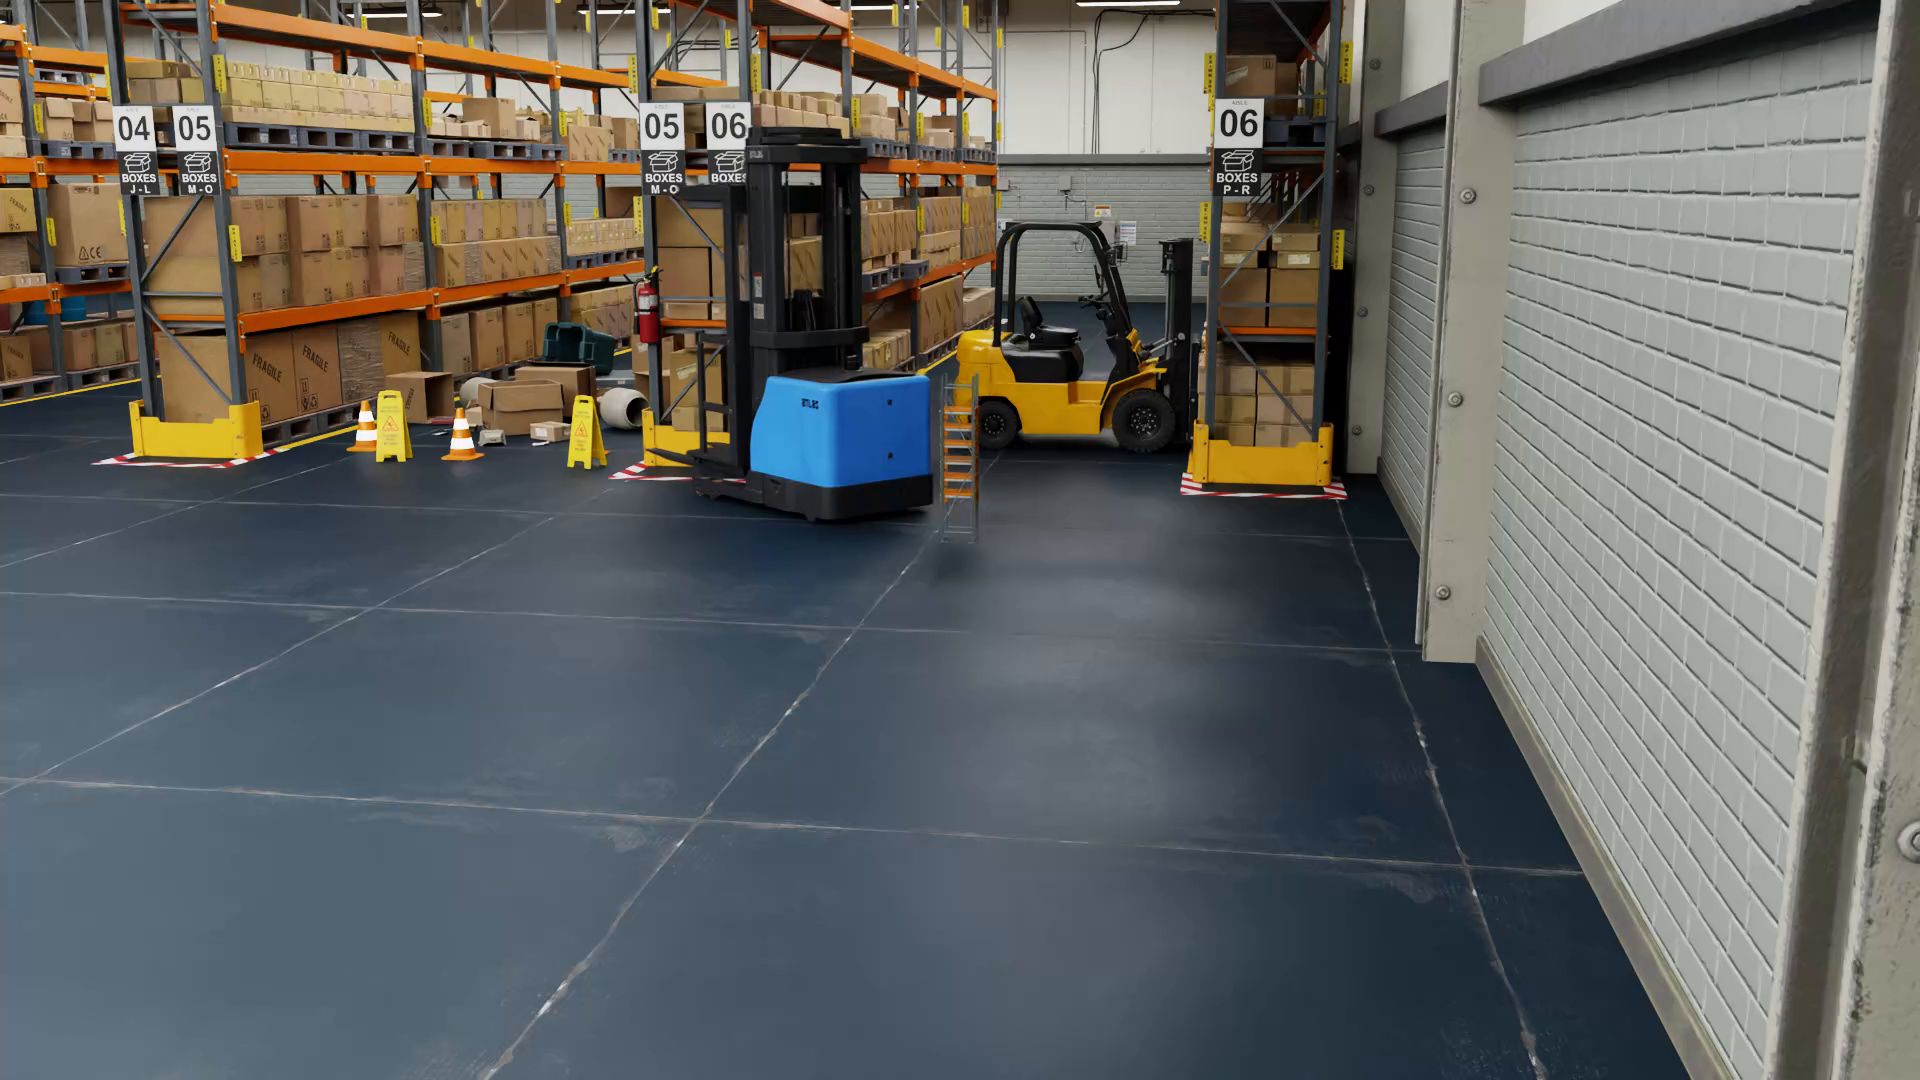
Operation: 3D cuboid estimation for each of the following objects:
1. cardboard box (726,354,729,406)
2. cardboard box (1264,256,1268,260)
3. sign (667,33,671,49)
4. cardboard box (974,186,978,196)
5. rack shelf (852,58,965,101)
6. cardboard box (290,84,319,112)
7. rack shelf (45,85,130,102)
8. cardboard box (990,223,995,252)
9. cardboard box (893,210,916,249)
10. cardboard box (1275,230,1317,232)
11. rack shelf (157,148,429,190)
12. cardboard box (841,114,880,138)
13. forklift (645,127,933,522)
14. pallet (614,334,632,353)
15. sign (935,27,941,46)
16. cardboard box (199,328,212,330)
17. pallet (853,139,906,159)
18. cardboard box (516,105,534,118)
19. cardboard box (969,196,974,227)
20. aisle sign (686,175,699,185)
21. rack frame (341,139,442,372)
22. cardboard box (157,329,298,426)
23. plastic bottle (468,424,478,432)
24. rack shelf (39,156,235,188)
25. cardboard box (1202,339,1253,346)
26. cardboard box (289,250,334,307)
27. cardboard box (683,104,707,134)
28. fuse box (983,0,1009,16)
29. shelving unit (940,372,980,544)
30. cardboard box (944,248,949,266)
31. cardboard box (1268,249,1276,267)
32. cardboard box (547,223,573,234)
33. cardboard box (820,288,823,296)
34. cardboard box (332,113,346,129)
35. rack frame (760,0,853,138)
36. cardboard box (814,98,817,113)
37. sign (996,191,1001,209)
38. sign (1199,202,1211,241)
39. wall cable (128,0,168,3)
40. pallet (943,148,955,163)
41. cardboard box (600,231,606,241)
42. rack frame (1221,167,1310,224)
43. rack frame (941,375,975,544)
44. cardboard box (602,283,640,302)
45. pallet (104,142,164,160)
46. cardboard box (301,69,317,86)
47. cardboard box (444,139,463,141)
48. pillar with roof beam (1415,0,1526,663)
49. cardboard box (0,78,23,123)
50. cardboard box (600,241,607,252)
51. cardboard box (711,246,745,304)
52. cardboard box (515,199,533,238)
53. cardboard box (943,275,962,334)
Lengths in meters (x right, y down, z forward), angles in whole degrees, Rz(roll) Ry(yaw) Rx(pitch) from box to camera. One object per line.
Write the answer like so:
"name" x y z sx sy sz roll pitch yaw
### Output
"cardboard box" -1.899 -1.535 15.748 0.500 0.500 0.500 1 12 7
"cardboard box" 3.270 -2.553 16.483 0.500 0.500 0.500 2 12 7
"sign" -5.282 -9.059 30.265 0.100 0.325 0.005 2 12 9
"cardboard box" 0.104 -5.870 27.962 0.380 0.149 0.250 2 12 9
"rack shelf" -0.762 -6.611 23.966 1.077 0.370 4.000 2 12 9
"cardboard box" -6.725 -4.379 16.487 0.500 0.250 0.500 2 12 8
"rack shelf" -14.833 -7.925 30.064 1.077 0.370 4.000 2 12 9
"cardboard box" 0.348 -5.414 29.759 0.500 0.500 0.500 2 12 9
"cardboard box" -0.865 -4.105 21.981 0.500 0.500 0.500 2 12 7
"cardboard box" 3.021 -2.718 15.002 0.380 0.149 0.250 2 12 9
"rack shelf" -6.899 -3.814 17.159 1.077 0.370 4.000 2 12 9
"cardboard box" -1.199 -4.683 18.844 0.500 0.250 0.500 2 12 7
"forklift" -1.545 -1.819 13.476 1.130 2.935 3.031 -10 16 -39
"pallet" -5.665 -3.001 25.418 1.003 0.211 1.213 2 12 9
"sign" -0.387 -8.960 29.618 0.100 0.325 0.005 2 12 9
"cardboard box" -10.945 -2.983 23.605 0.700 0.500 0.500 1 12 6
"pallet" -1.328 -4.692 19.971 1.213 0.211 1.003 2 12 9
"cardboard box" -6.171 -5.931 23.218 0.396 0.266 0.258 2 12 9
"cardboard box" -0.058 -5.376 27.207 0.500 0.500 0.500 2 12 8
"aisle sign" -5.031 -6.910 30.764 0.394 0.787 0.004 2 12 9
"rack frame" -6.591 -3.116 19.331 1.000 3.000 0.127 2 12 9
"cardboard box" -7.168 -1.593 16.312 0.875 0.875 0.875 2 12 9
"plastic bottle" -5.085 -1.168 17.269 0.133 0.061 0.283 -2 12 -11
"rack shelf" -11.169 -4.829 21.866 1.077 0.370 4.000 2 12 9
"cardboard box" 2.682 -1.866 16.687 0.500 0.250 0.500 2 12 11
"cardboard box" -6.921 -2.663 16.874 0.875 0.550 0.550 2 12 9
"cardboard box" -2.487 -3.797 15.024 0.500 0.250 0.500 2 12 8
"fuse box" 0.751 -11.148 34.769 0.513 0.334 0.176 2 12 9
"shelving unit" -0.002 -0.584 11.853 0.258 1.200 0.189 2 12 9
"cardboard box" -0.450 -4.257 24.980 0.500 0.250 0.500 2 12 7
"cardboard box" 2.889 -2.465 14.536 0.380 0.149 0.250 2 12 9
"cardboard box" -5.713 -4.413 23.536 0.380 0.149 0.250 2 12 9
"cardboard box" -1.586 -2.565 17.373 0.380 0.149 0.250 2 12 8
"cardboard box" -6.565 -4.310 17.113 0.380 0.149 0.250 2 12 8
"rack frame" -1.685 -5.909 18.053 1.000 3.000 0.127 2 12 9
"cardboard box" -1.651 -4.364 16.709 0.380 0.149 0.250 2 12 9
"sign" 0.695 -6.136 30.034 0.100 0.325 0.005 2 12 9
"sign" 2.071 -2.686 14.026 0.100 0.325 0.005 2 12 9
"wall cable" -17.360 -13.362 37.221 3.097 2.526 0.112 2 12 9
"pallet" -0.547 -5.822 25.223 0.805 0.209 1.217 1 12 6
"cardboard box" -5.507 -4.539 24.827 0.380 0.149 0.250 2 12 8
"rack frame" 3.221 -2.816 17.942 1.000 3.000 0.127 2 12 9
"rack frame" -0.016 -0.564 11.765 0.240 1.200 0.006 2 12 9
"cardboard box" -5.318 -3.861 25.947 0.500 0.250 0.500 2 12 11
"pallet" -11.120 -5.013 21.461 1.213 0.211 1.003 2 12 9
"cardboard box" -6.644 -4.594 16.541 0.380 0.149 0.250 2 12 8
"cardboard box" -9.658 -7.455 30.874 0.700 0.500 0.500 1 12 5
"pillar with roof beam" -1.574 -3.923 8.835 9.100 9.000 0.400 2 12 9
"cardboard box" -11.294 -5.101 19.291 0.500 0.500 0.500 2 12 7
"cardboard box" -5.506 -4.394 24.860 0.380 0.149 0.250 2 12 9
"cardboard box" -1.953 -2.428 15.195 0.500 0.500 0.500 2 12 8
"cardboard box" -6.131 -4.288 22.158 0.700 0.500 0.500 2 12 8
"cardboard box" -0.471 -3.677 25.981 0.875 0.875 0.875 2 12 10
